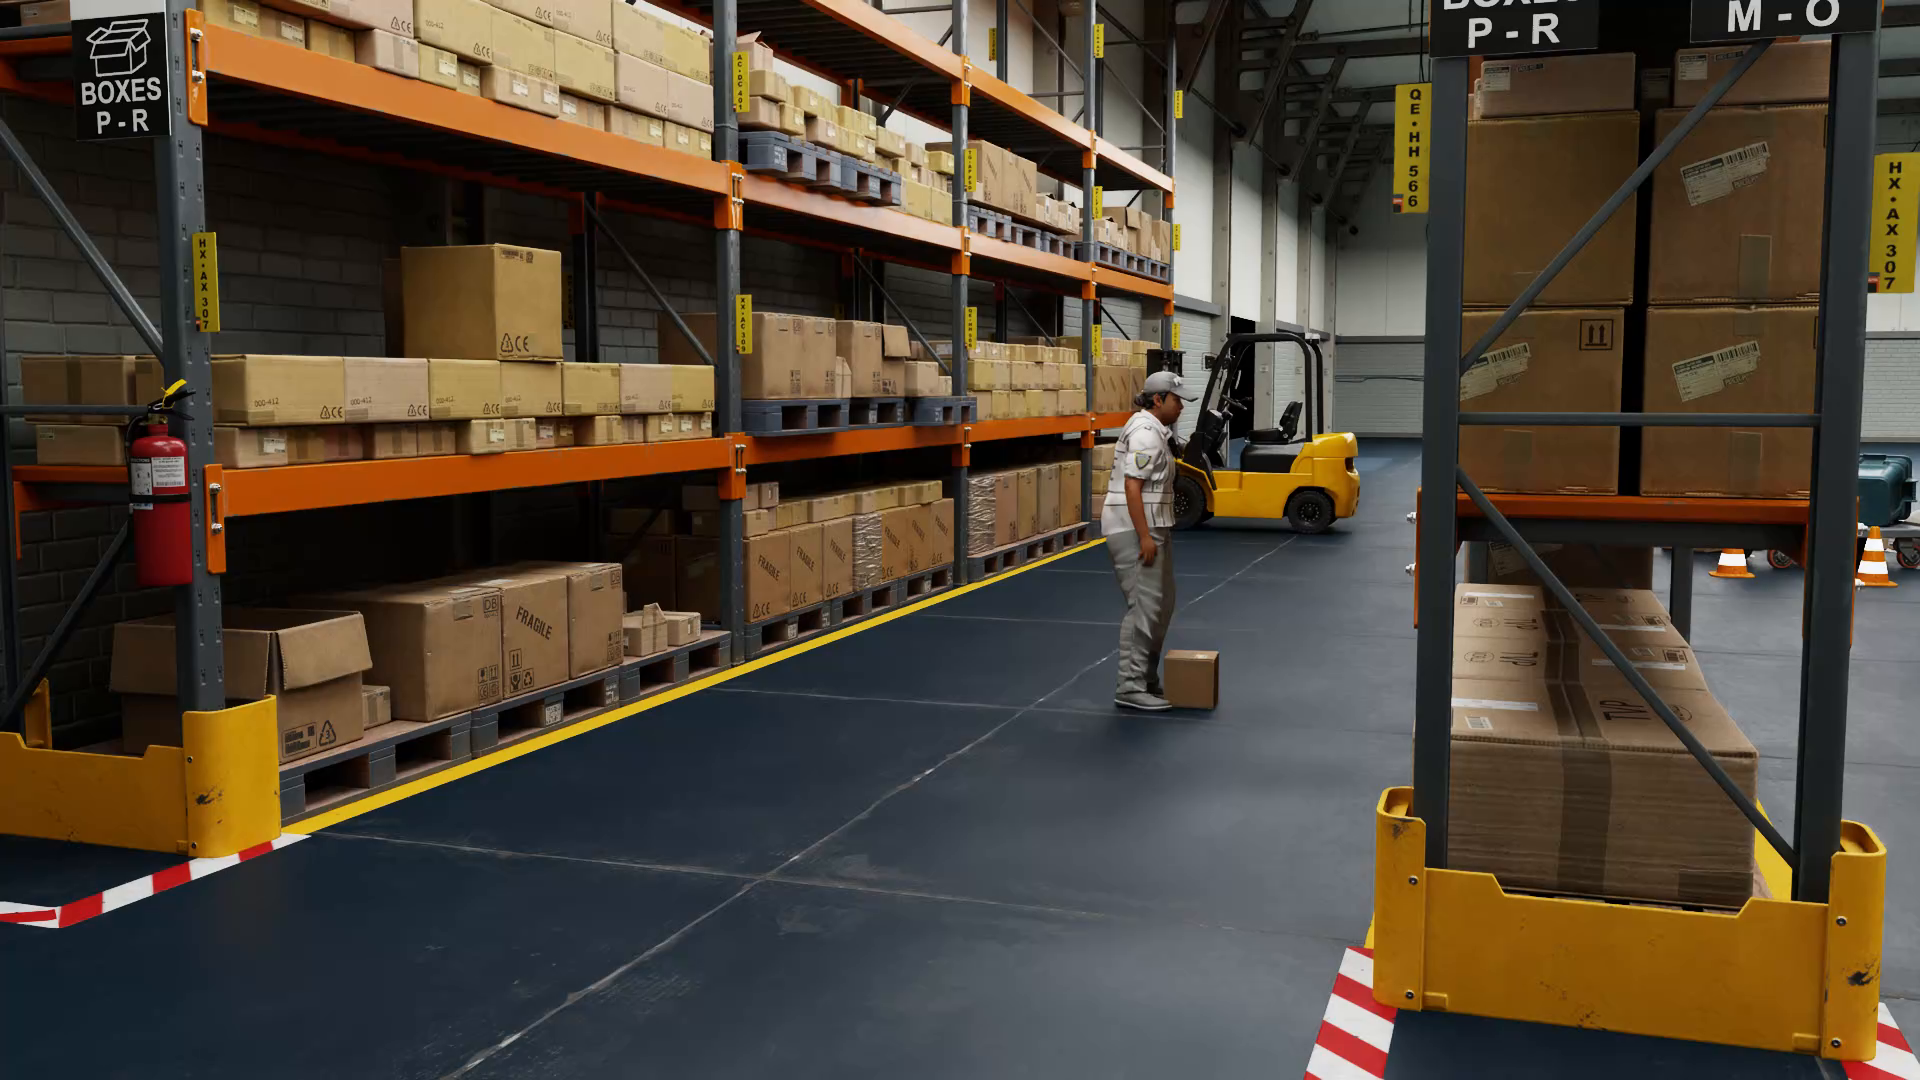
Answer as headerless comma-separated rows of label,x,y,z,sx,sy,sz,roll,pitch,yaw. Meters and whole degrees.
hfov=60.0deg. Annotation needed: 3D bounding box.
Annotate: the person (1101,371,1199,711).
person,0.951,-0.013,8.349,0.468,1.666,0.564,1,6,15
